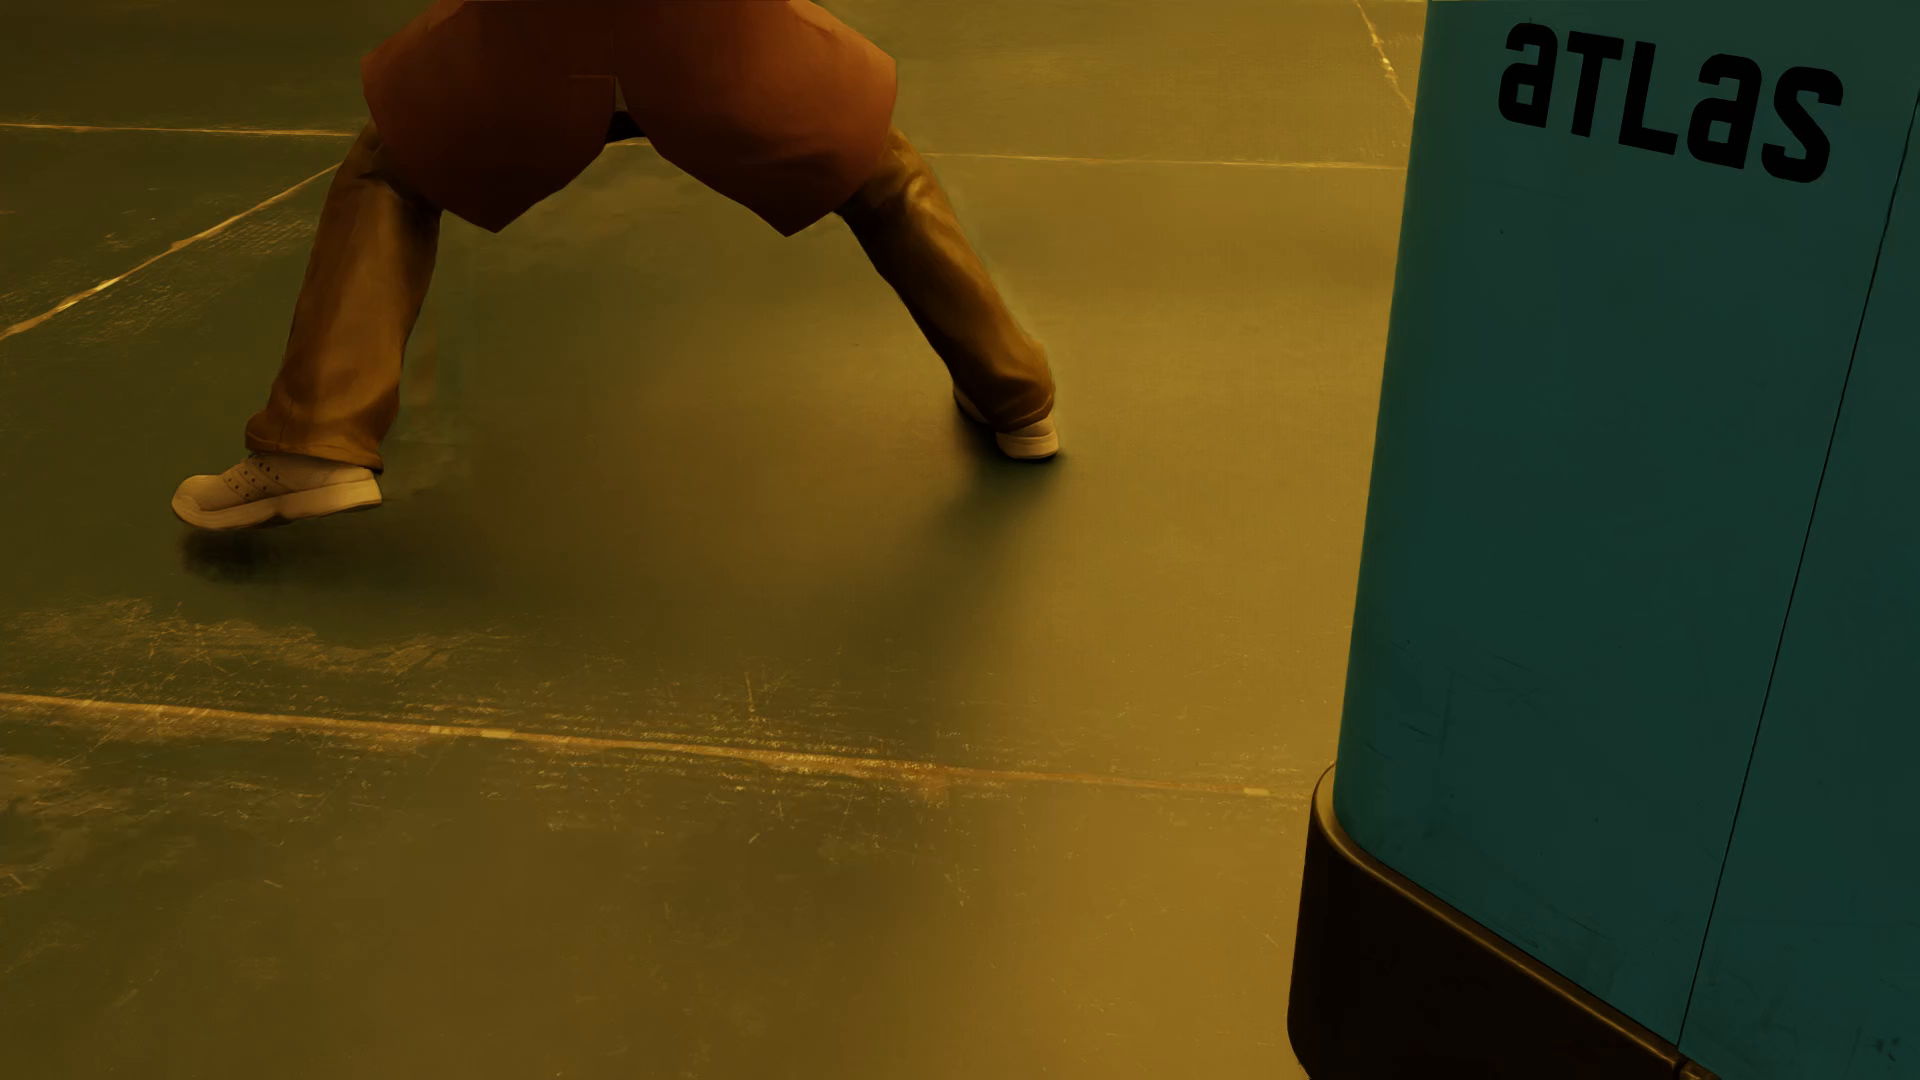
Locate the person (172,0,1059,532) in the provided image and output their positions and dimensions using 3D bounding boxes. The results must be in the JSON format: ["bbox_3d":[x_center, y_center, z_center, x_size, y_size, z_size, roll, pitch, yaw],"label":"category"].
[{"bbox_3d":[-0.504,-0.801,2.369,1.342,1.548,0.768,0,27,-1],"label":"person"}]
